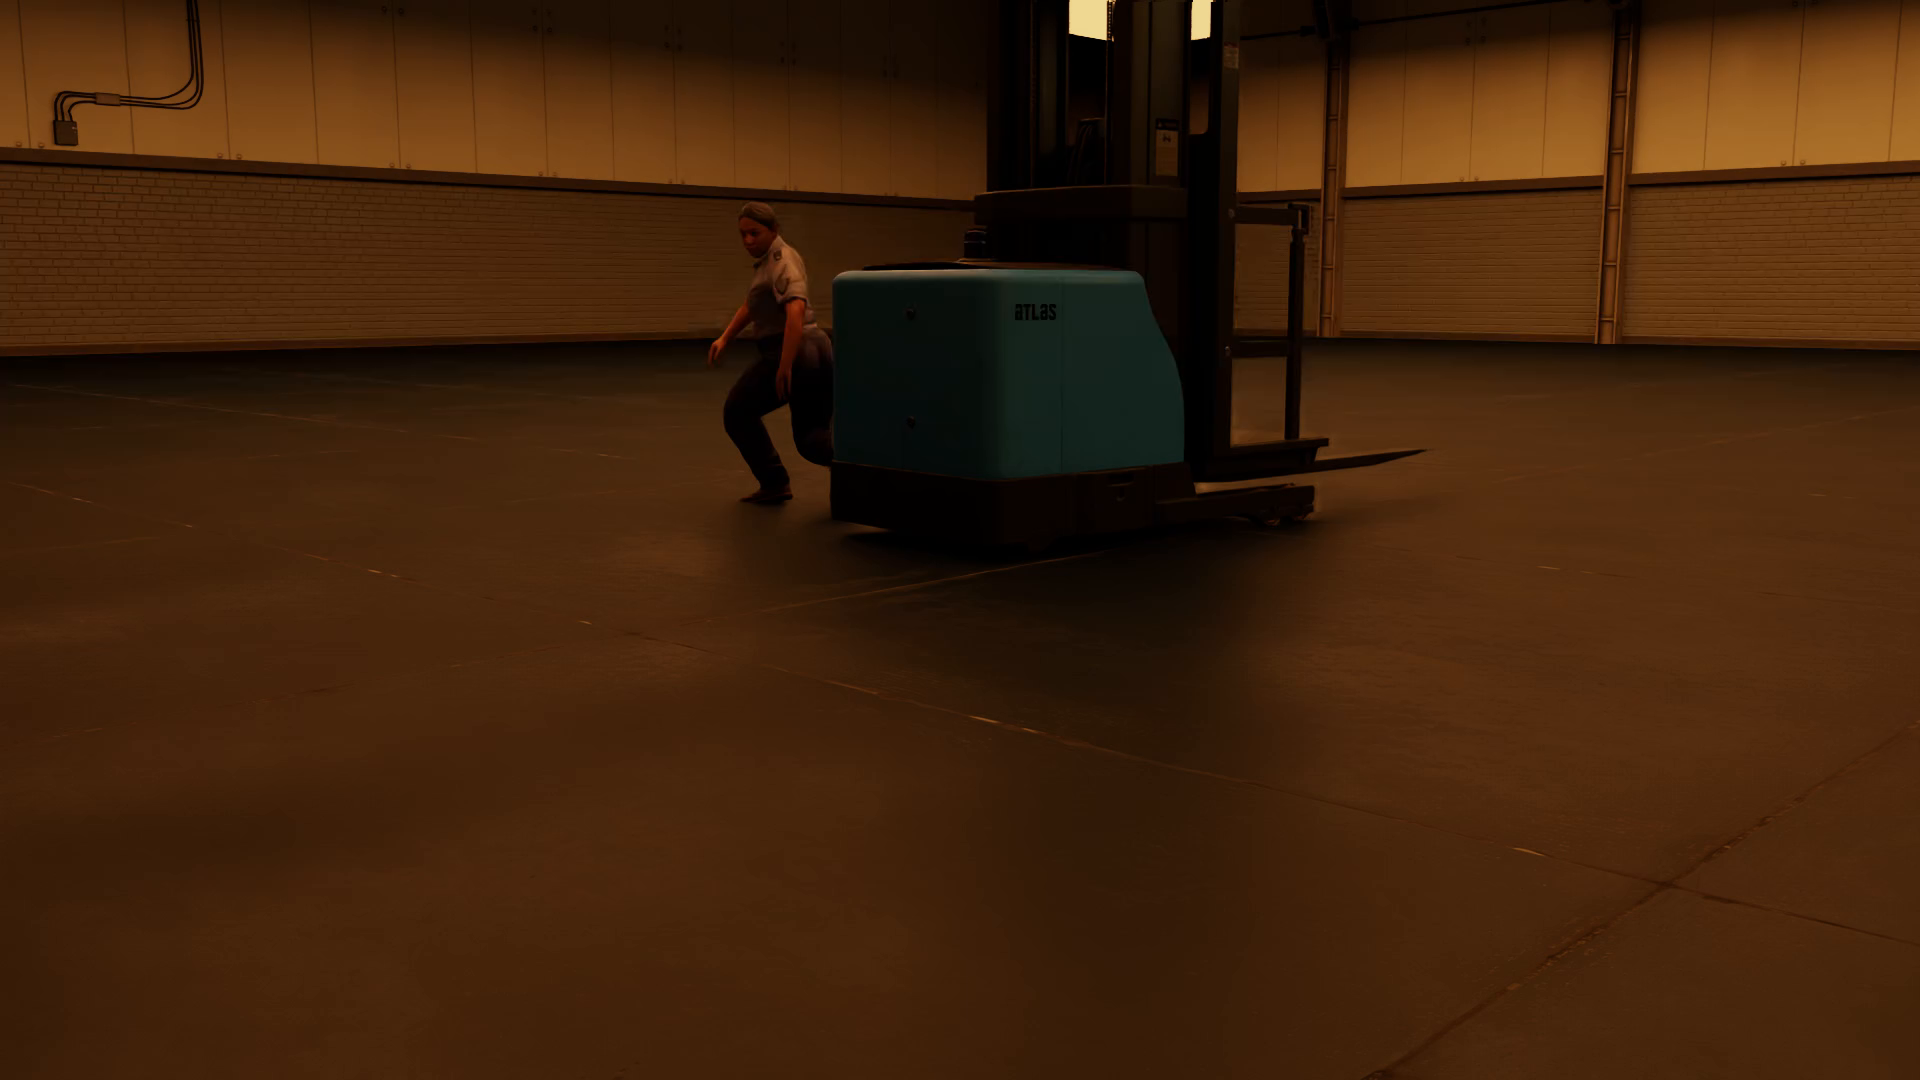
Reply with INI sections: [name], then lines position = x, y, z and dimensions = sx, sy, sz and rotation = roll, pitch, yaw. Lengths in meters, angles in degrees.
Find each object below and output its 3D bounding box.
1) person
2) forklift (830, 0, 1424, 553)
[person]
position = -0.816, -0.845, 7.733
dimensions = 0.846, 1.433, 0.589
rotation = 5, 10, 30
[forklift]
position = 0.914, -1.560, 7.233
dimensions = 3.031, 2.935, 1.130
rotation = -7, 11, -40
